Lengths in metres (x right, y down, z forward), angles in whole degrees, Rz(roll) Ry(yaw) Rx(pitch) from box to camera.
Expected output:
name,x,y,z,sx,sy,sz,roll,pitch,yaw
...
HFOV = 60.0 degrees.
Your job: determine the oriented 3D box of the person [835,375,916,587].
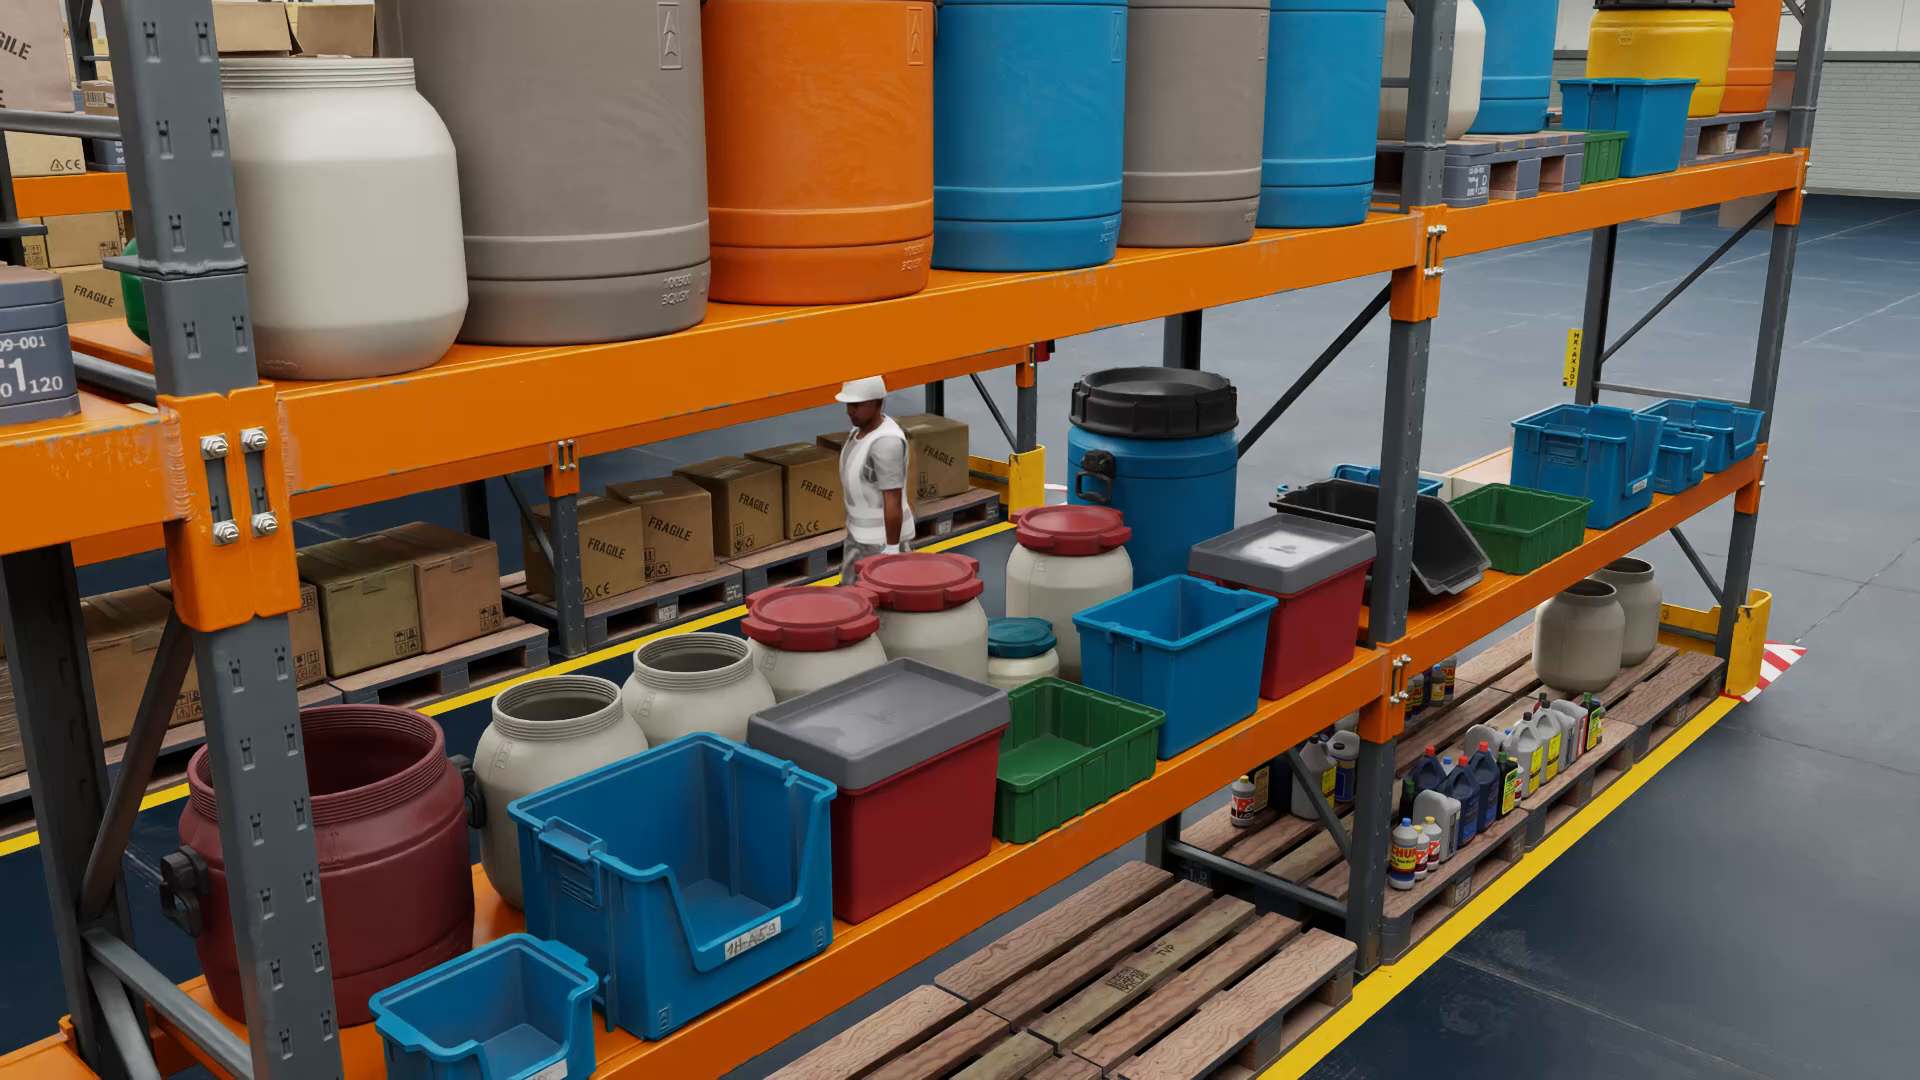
name,x,y,z,sx,sy,sz,roll,pitch,yaw
person,-0.425,-0.012,8.571,0.669,1.797,0.638,-5,18,-17
